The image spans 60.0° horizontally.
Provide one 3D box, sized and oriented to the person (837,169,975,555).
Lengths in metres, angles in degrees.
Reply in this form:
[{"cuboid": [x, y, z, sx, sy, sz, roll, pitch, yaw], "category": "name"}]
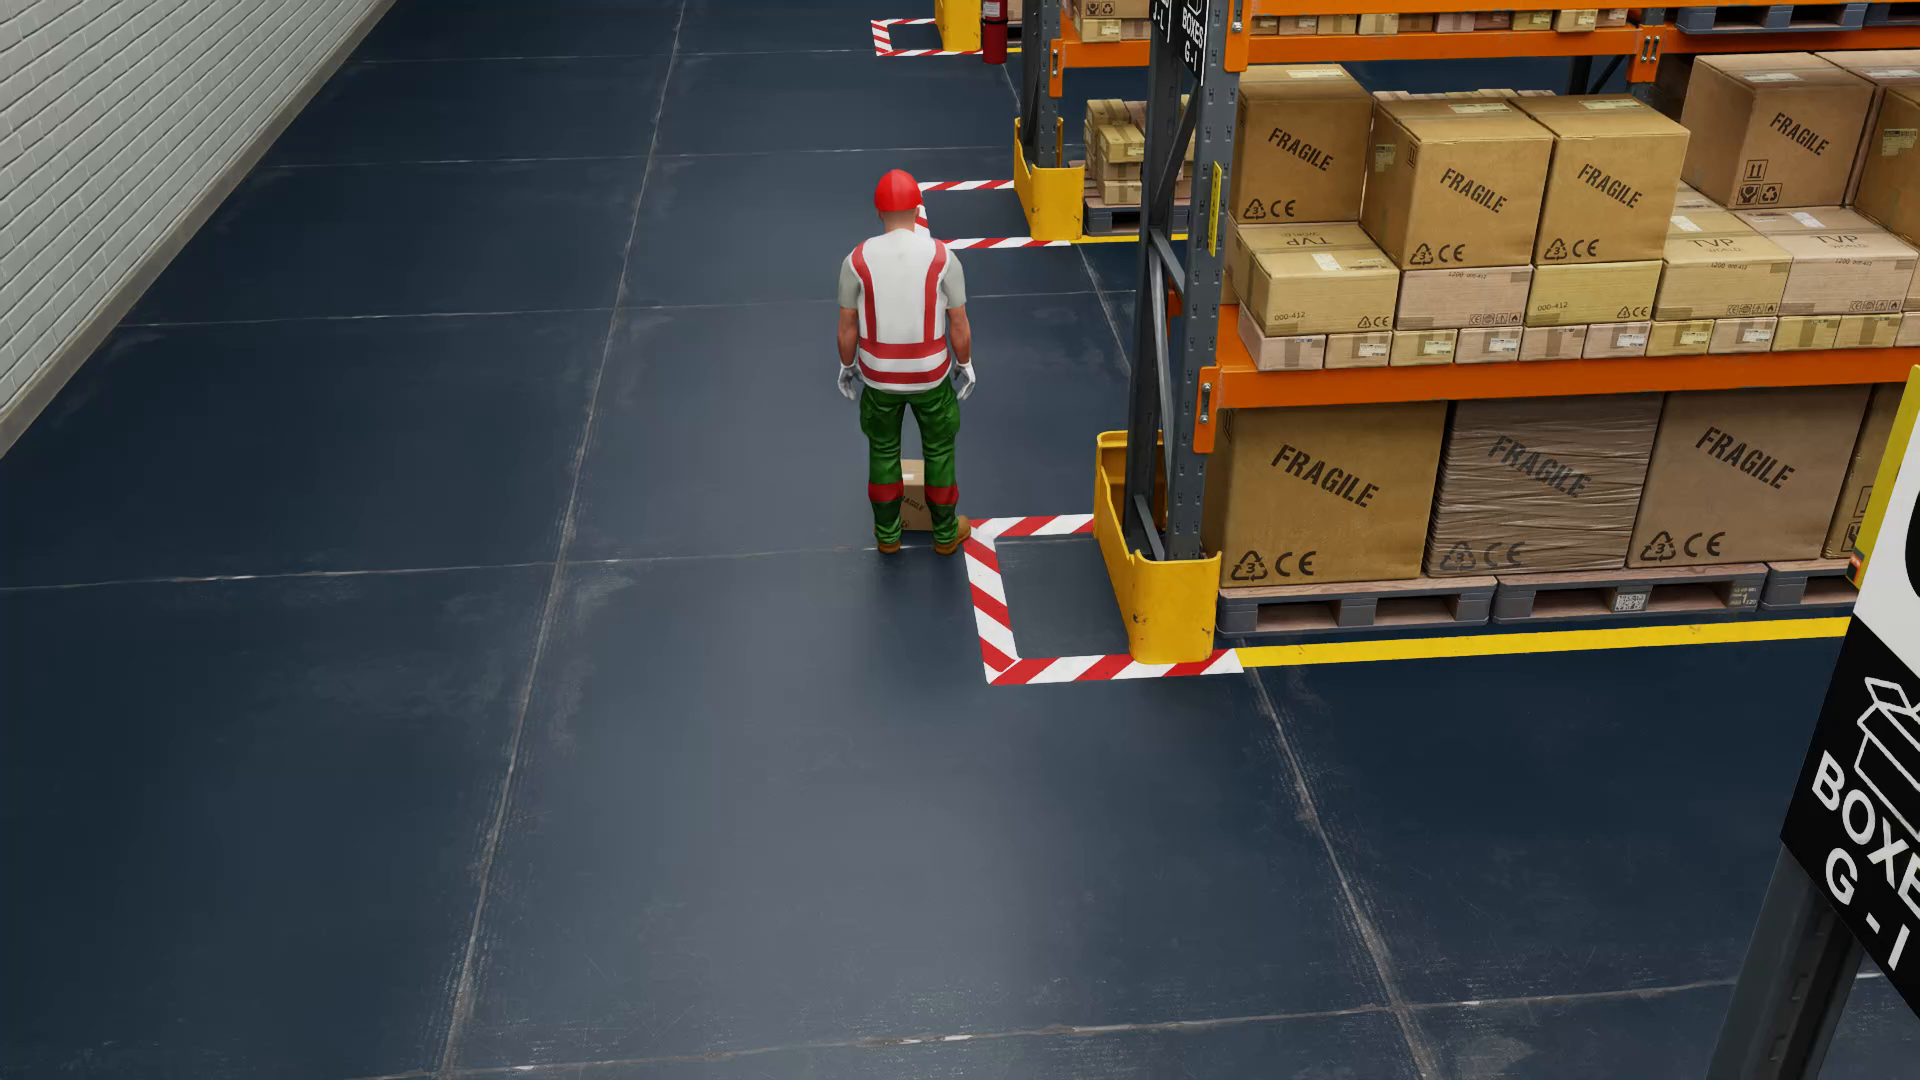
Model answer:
[{"cuboid": [-0.239, -0.755, 7.384, 0.615, 1.778, 0.453, 1, 31, 2], "category": "person"}]
